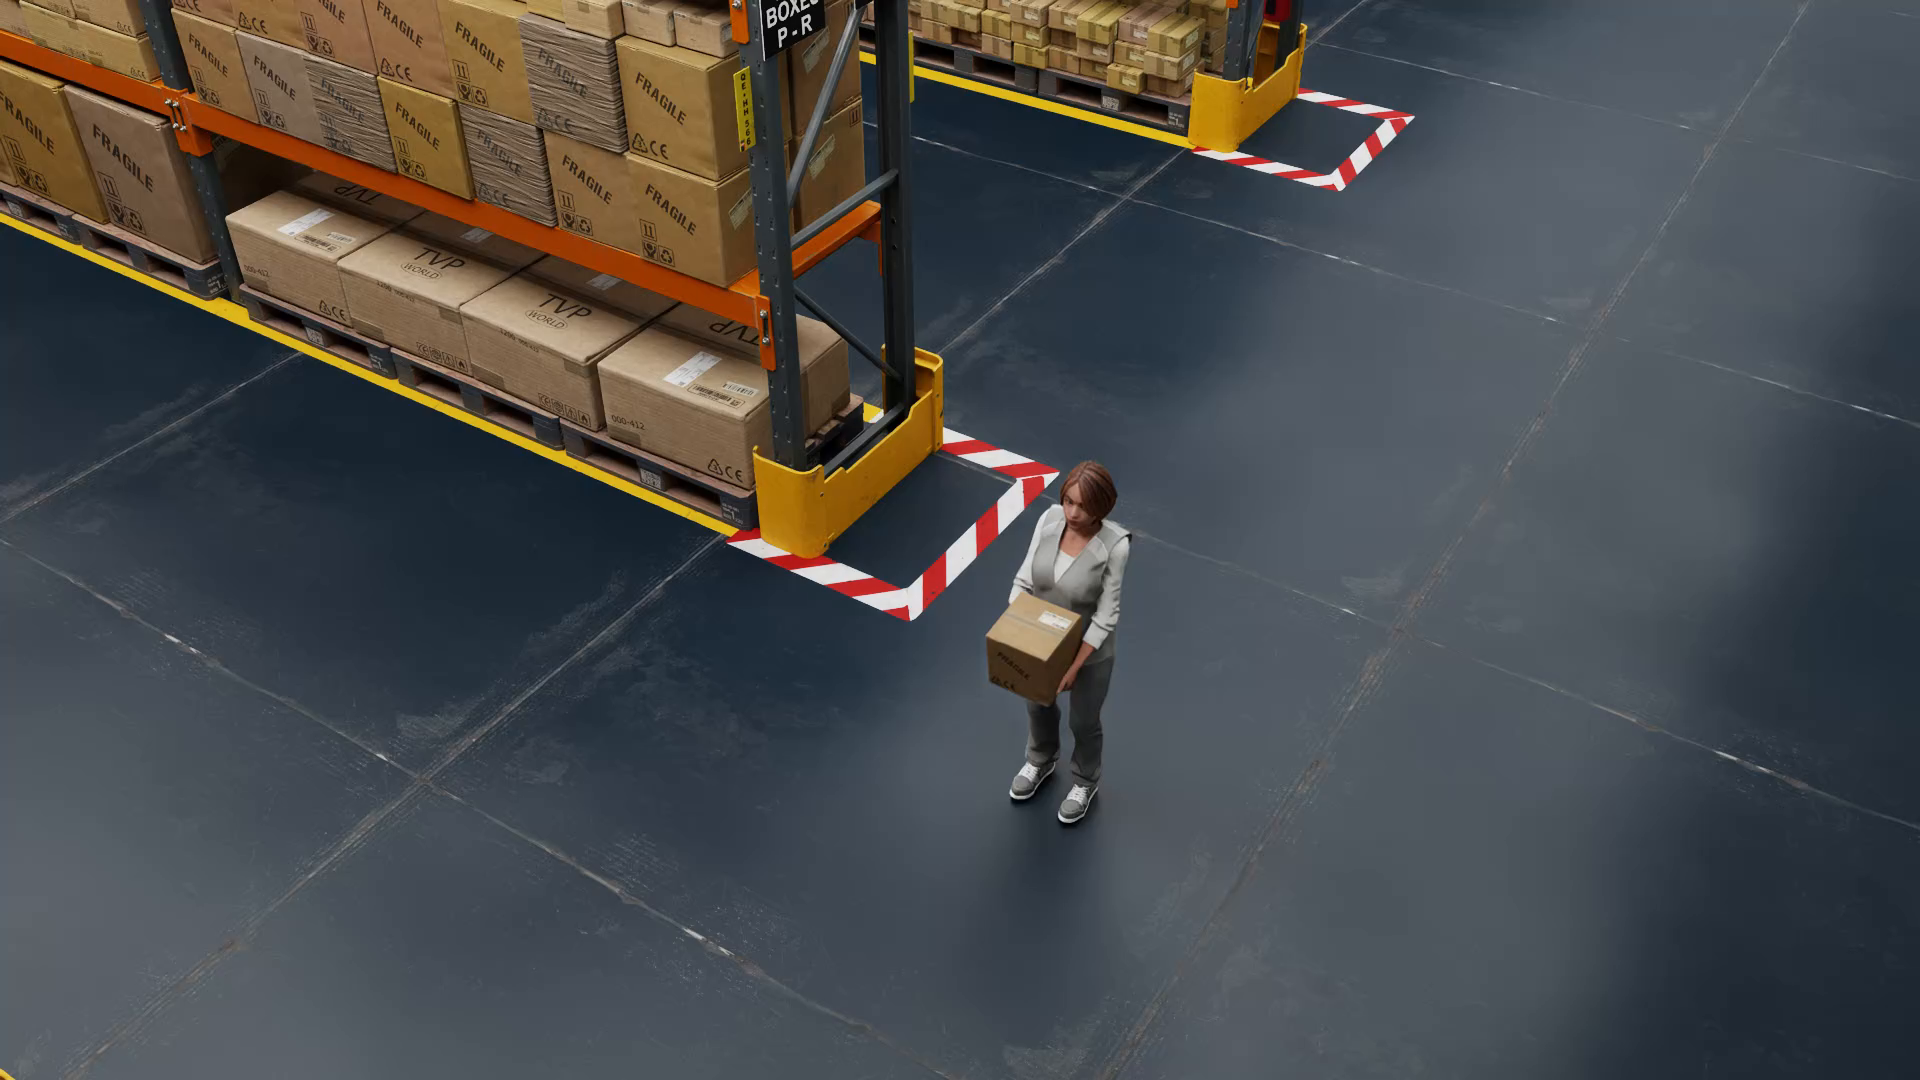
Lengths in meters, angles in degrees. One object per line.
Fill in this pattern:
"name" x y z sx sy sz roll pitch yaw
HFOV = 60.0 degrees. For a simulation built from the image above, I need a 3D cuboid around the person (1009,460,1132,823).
"person" 0.367 0.428 6.156 0.419 1.594 0.492 22 44 25
